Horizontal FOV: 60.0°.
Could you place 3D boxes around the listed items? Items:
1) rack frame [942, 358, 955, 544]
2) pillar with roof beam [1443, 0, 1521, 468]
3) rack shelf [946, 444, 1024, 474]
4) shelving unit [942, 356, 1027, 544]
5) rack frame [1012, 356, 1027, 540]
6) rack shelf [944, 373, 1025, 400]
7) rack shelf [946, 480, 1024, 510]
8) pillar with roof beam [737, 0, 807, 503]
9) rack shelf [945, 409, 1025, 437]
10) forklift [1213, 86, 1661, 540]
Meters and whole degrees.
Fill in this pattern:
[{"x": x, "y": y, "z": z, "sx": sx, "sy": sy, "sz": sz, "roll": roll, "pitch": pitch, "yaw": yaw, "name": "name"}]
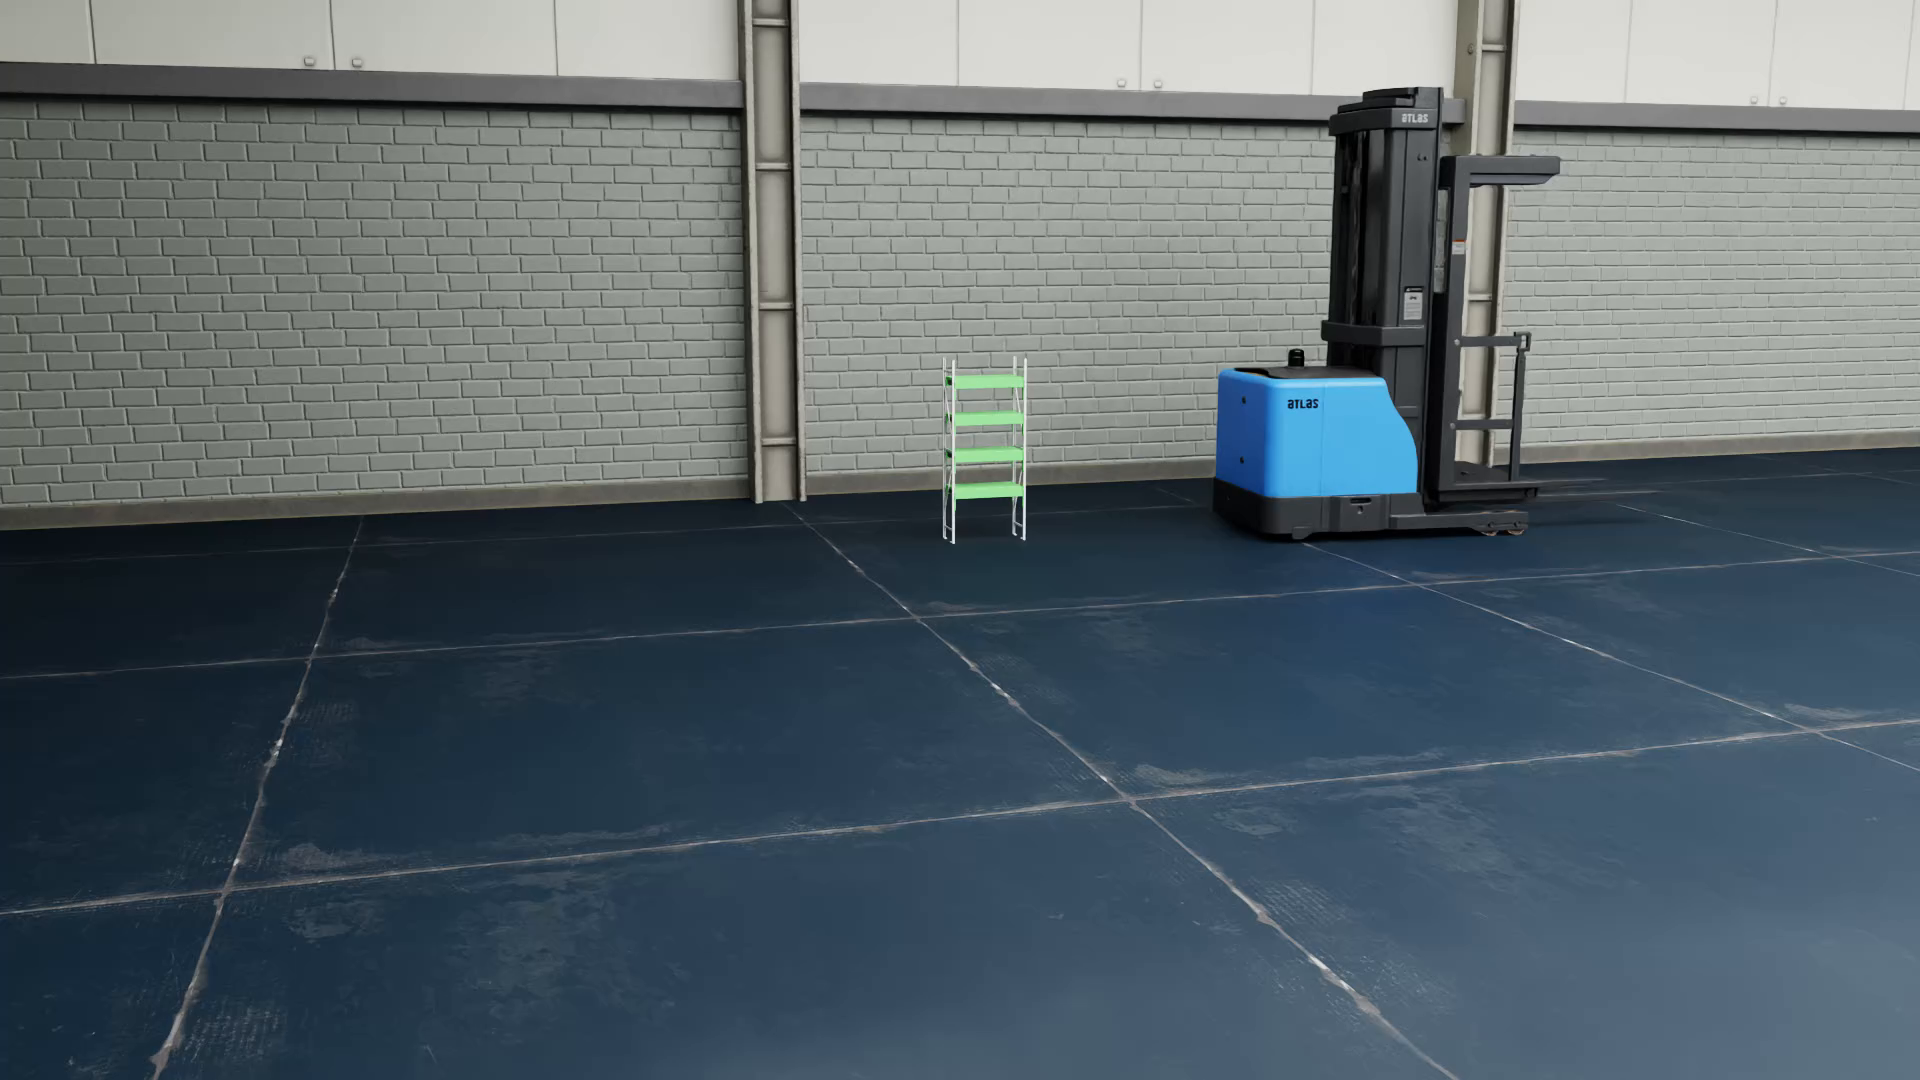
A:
[{"x": -0.075, "y": -0.586, "z": 10.916, "sx": 0.015, "sy": 1.200, "sz": 0.240, "roll": -3, "pitch": 11, "yaw": -16, "name": "rack frame"}, {"x": 5.565, "y": -4.295, "z": 9.524, "sx": 0.400, "sy": 9.000, "sz": 9.100, "roll": -3, "pitch": 11, "yaw": -16, "name": "pillar with roof beam"}, {"x": 0.159, "y": -0.536, "z": 10.995, "sx": 0.480, "sy": 0.148, "sz": 0.258, "roll": -3, "pitch": 11, "yaw": -16, "name": "rack shelf"}, {"x": 0.159, "y": -0.598, "z": 10.983, "sx": 0.503, "sy": 1.200, "sz": 0.258, "roll": -3, "pitch": 11, "yaw": -16, "name": "shelving unit"}, {"x": 0.393, "y": -0.611, "z": 11.050, "sx": 0.015, "sy": 1.200, "sz": 0.240, "roll": -3, "pitch": 11, "yaw": -16, "name": "rack frame"}, {"x": 0.159, "y": -1.008, "z": 10.908, "sx": 0.480, "sy": 0.148, "sz": 0.258, "roll": -3, "pitch": 11, "yaw": -16, "name": "rack shelf"}, {"x": 0.159, "y": -0.300, "z": 11.038, "sx": 0.480, "sy": 0.148, "sz": 0.258, "roll": -3, "pitch": 11, "yaw": -16, "name": "rack shelf"}, {"x": -0.196, "y": -3.992, "z": 7.875, "sx": 0.400, "sy": 9.000, "sz": 9.100, "roll": -3, "pitch": 11, "yaw": -16, "name": "pillar with roof beam"}, {"x": 0.159, "y": -0.772, "z": 10.951, "sx": 0.480, "sy": 0.148, "sz": 0.258, "roll": -3, "pitch": 11, "yaw": -16, "name": "rack shelf"}, {"x": 3.360, "y": -1.559, "z": 11.417, "sx": 3.031, "sy": 2.935, "sz": 1.130, "roll": -2, "pitch": 11, "yaw": -12, "name": "forklift"}]
